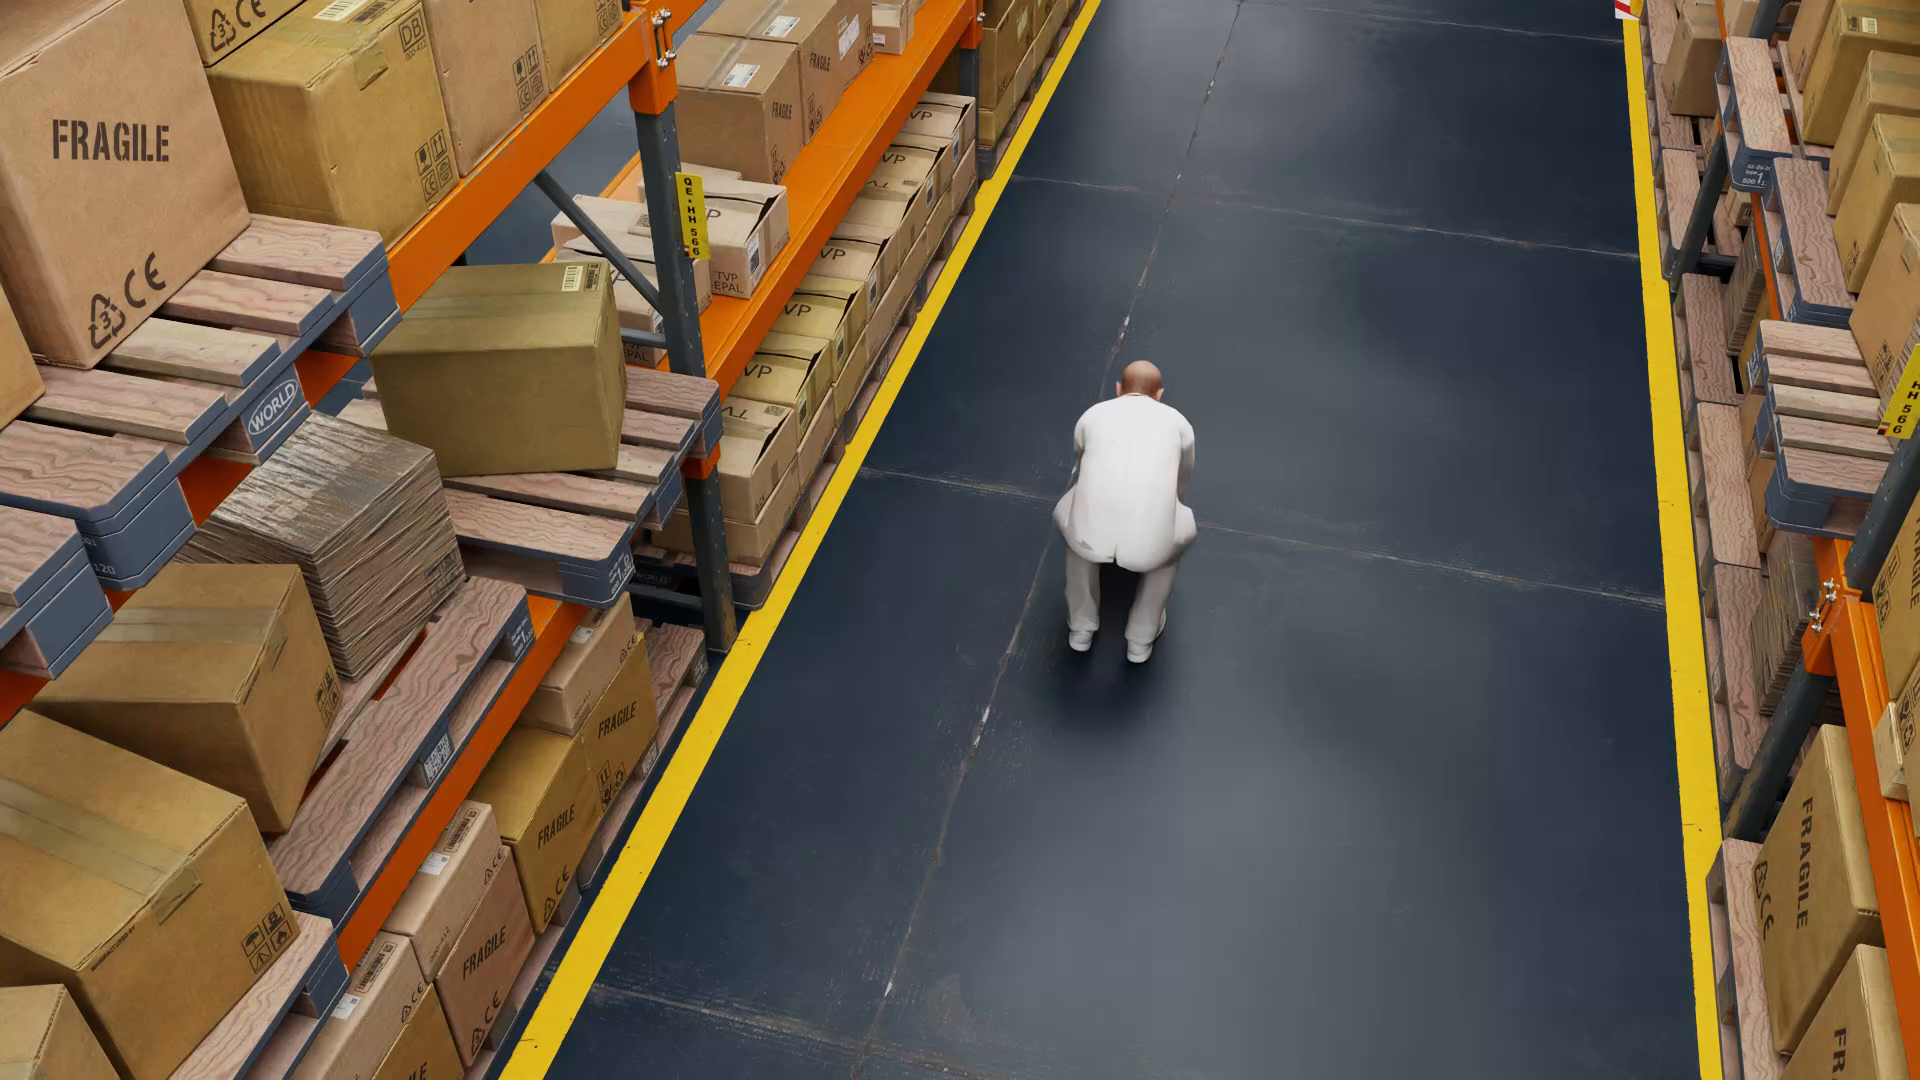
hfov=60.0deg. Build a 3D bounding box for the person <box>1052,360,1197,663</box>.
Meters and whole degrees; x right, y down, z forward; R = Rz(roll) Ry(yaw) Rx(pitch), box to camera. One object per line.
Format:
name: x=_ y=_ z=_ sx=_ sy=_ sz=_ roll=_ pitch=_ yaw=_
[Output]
person: x=0.693 y=-0.095 z=6.883 sx=0.595 sy=0.995 sz=0.943 roll=8 pitch=41 yaw=10
